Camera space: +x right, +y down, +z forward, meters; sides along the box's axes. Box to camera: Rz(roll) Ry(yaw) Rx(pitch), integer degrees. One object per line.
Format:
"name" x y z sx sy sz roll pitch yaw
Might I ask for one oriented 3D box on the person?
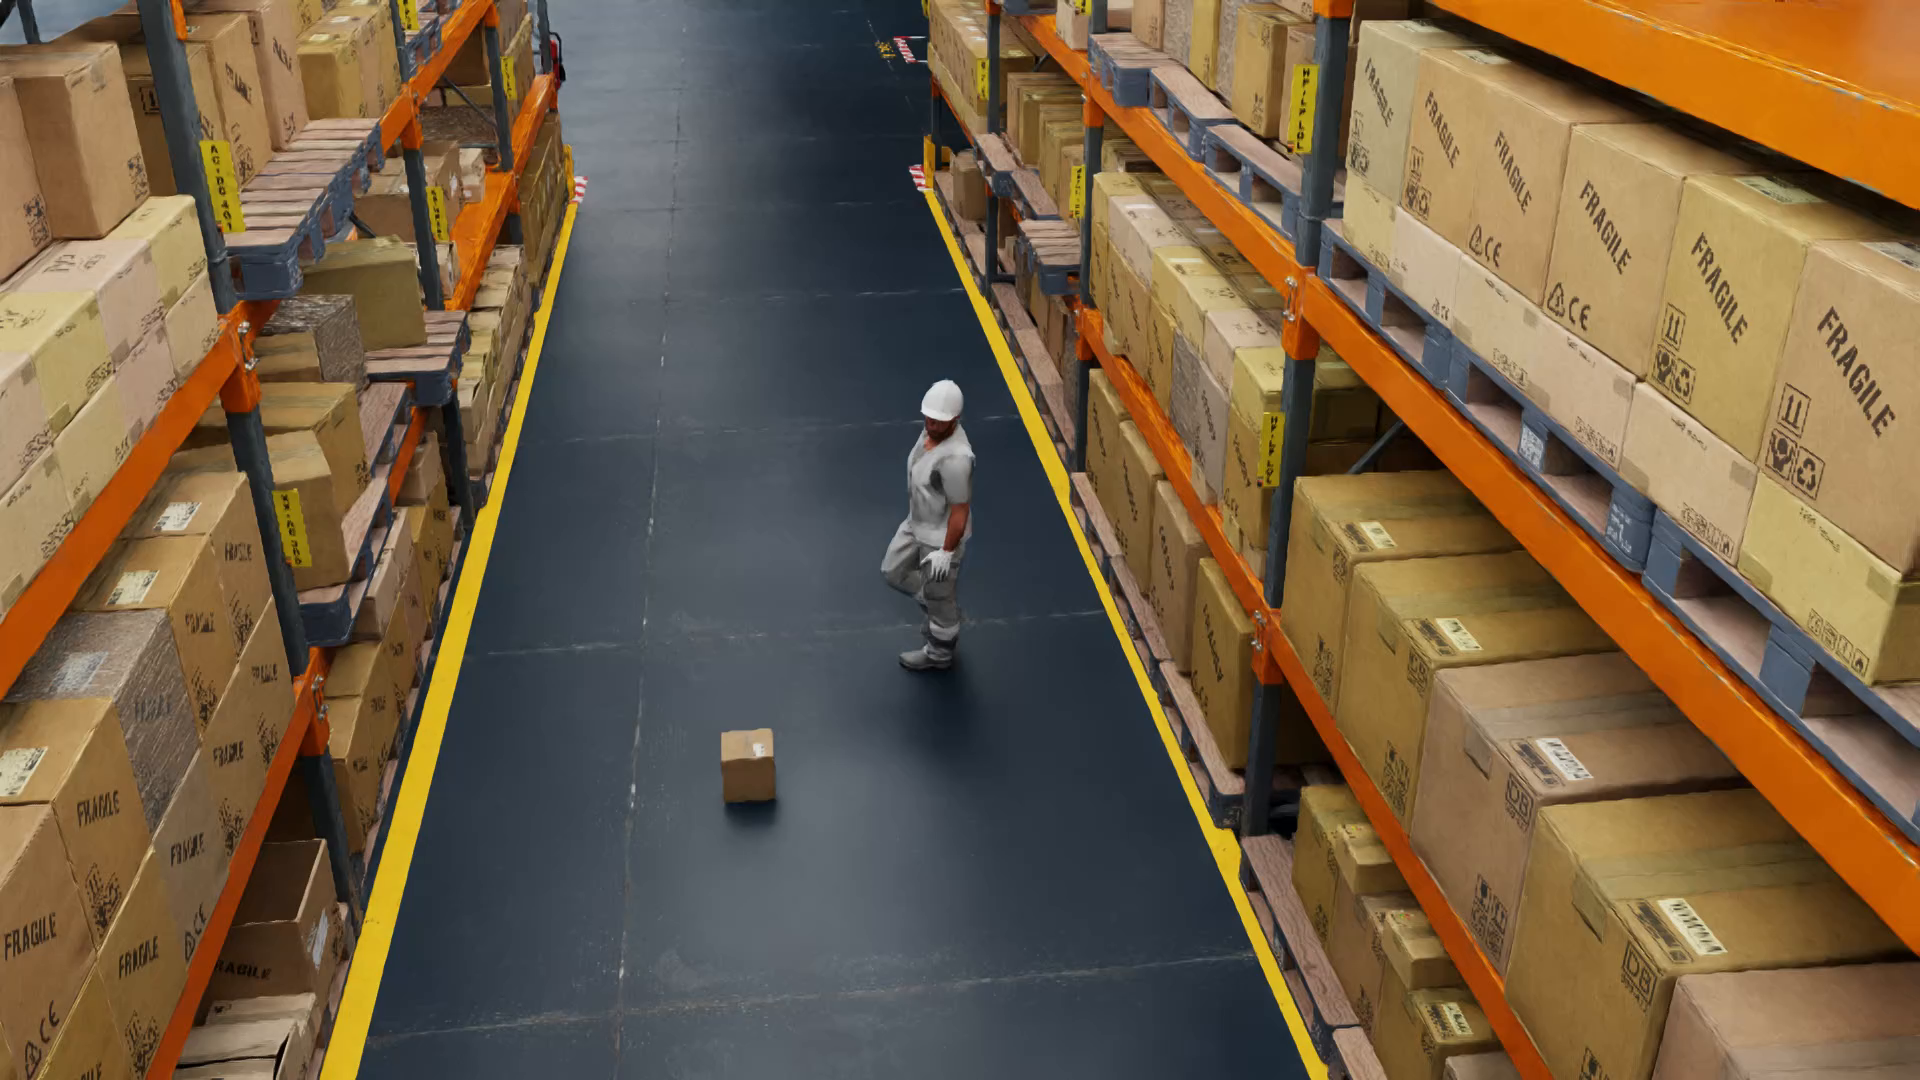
"person" -0.174 -0.052 8.670 0.452 1.774 0.728 -6 27 -11
